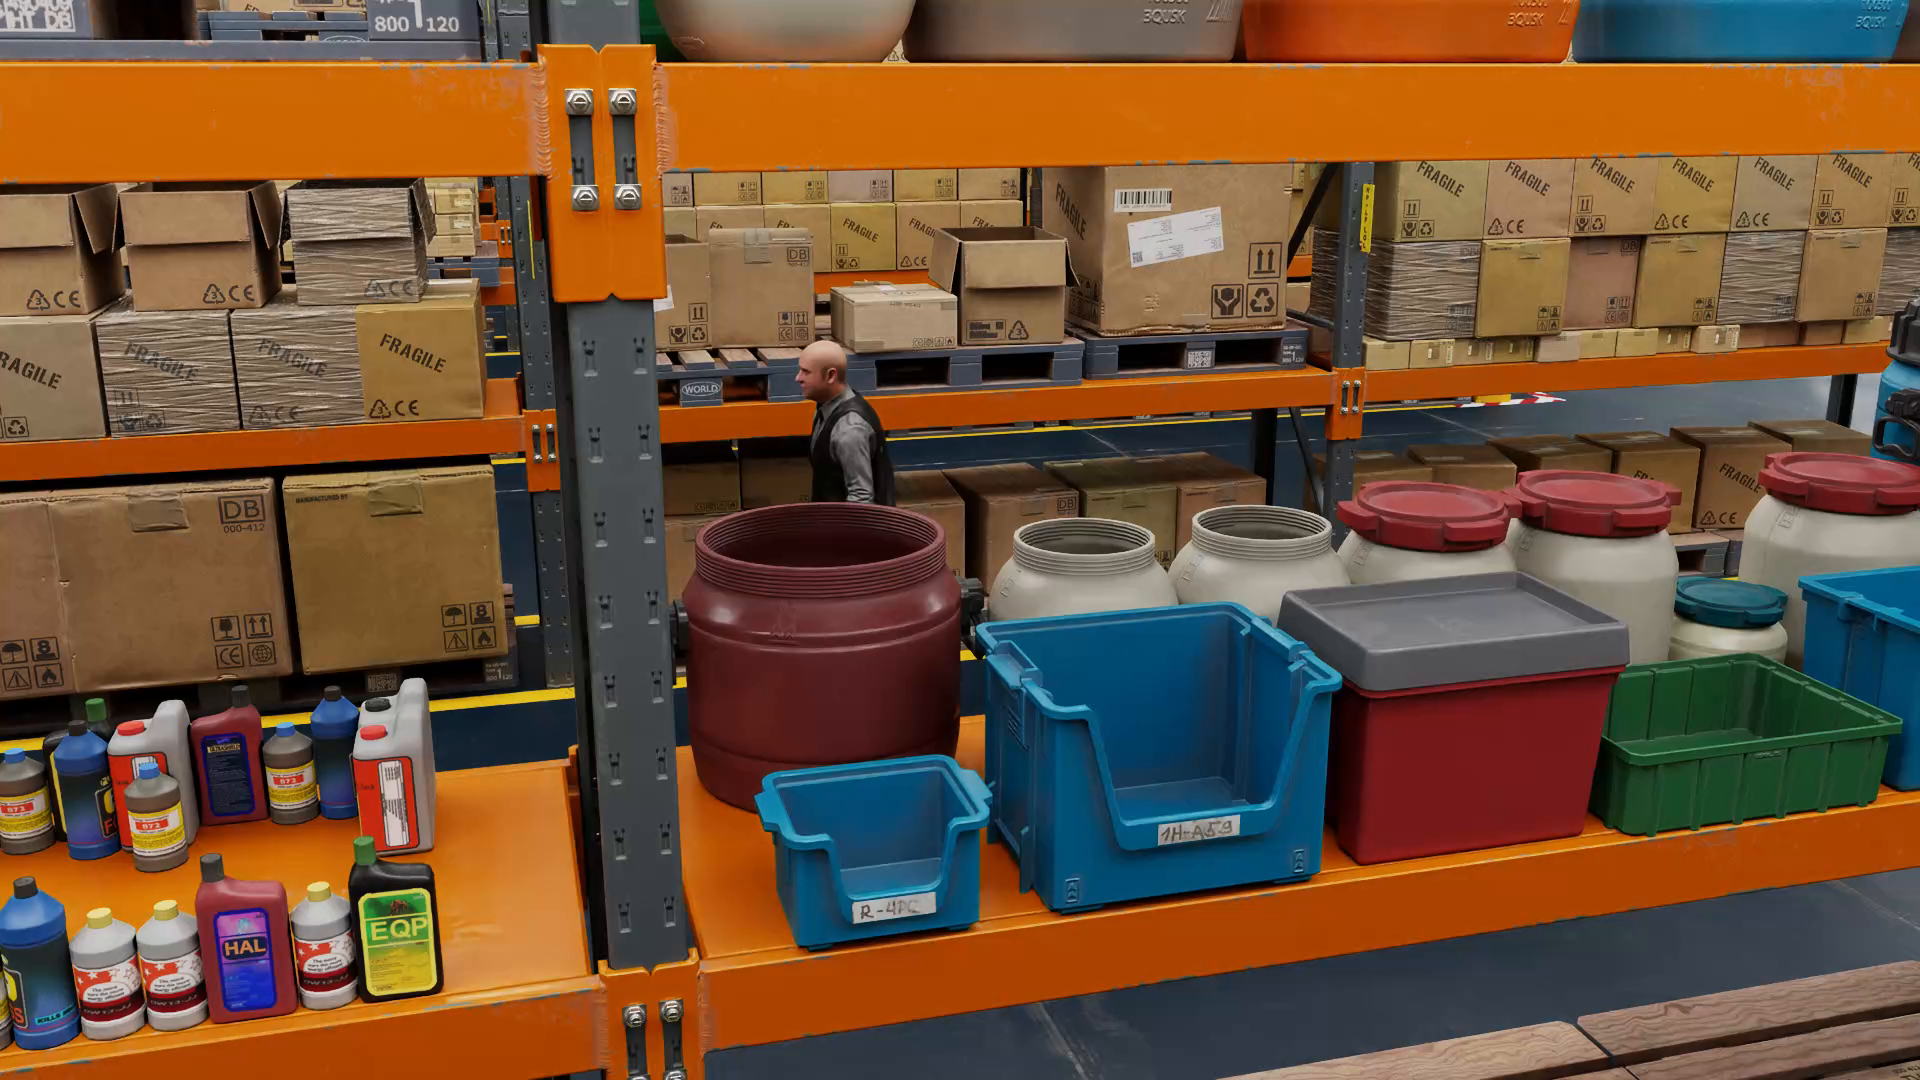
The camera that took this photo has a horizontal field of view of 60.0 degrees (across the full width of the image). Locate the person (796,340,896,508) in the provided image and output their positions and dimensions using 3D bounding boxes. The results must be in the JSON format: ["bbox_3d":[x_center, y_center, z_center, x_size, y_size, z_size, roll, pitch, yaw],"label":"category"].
[{"bbox_3d":[-0.487,0.003,7.062,0.418,1.721,0.580,-4,16,-15],"label":"person"}]
